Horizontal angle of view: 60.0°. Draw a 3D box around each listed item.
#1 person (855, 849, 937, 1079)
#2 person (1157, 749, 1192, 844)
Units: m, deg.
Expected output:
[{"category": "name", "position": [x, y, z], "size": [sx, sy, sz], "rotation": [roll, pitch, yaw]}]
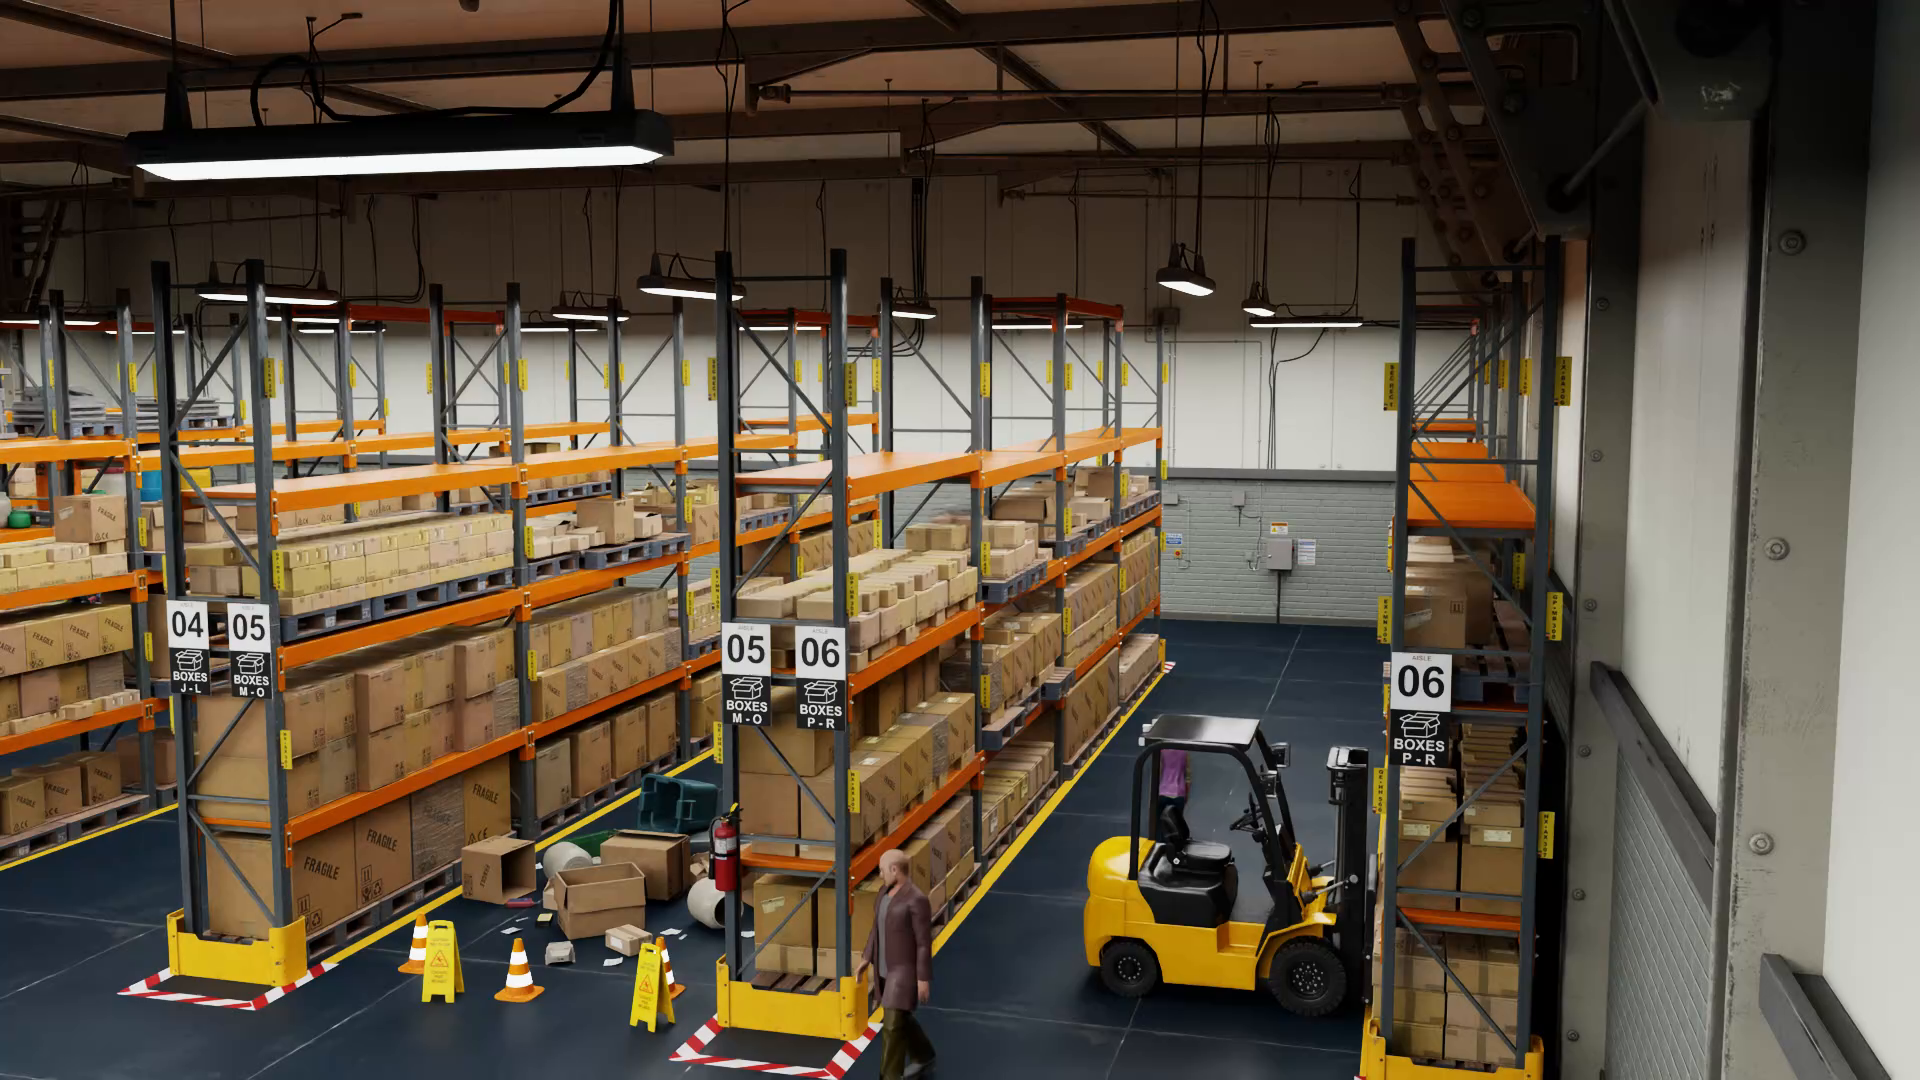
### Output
[{"category": "person", "position": [-0.476, 3.056, 11.761], "size": [0.862, 1.742, 0.612], "rotation": [-4, 7, -35]}, {"category": "person", "position": [2.141, 2.626, 16.833], "size": [0.413, 1.588, 0.664], "rotation": [1, 6, 9]}]
